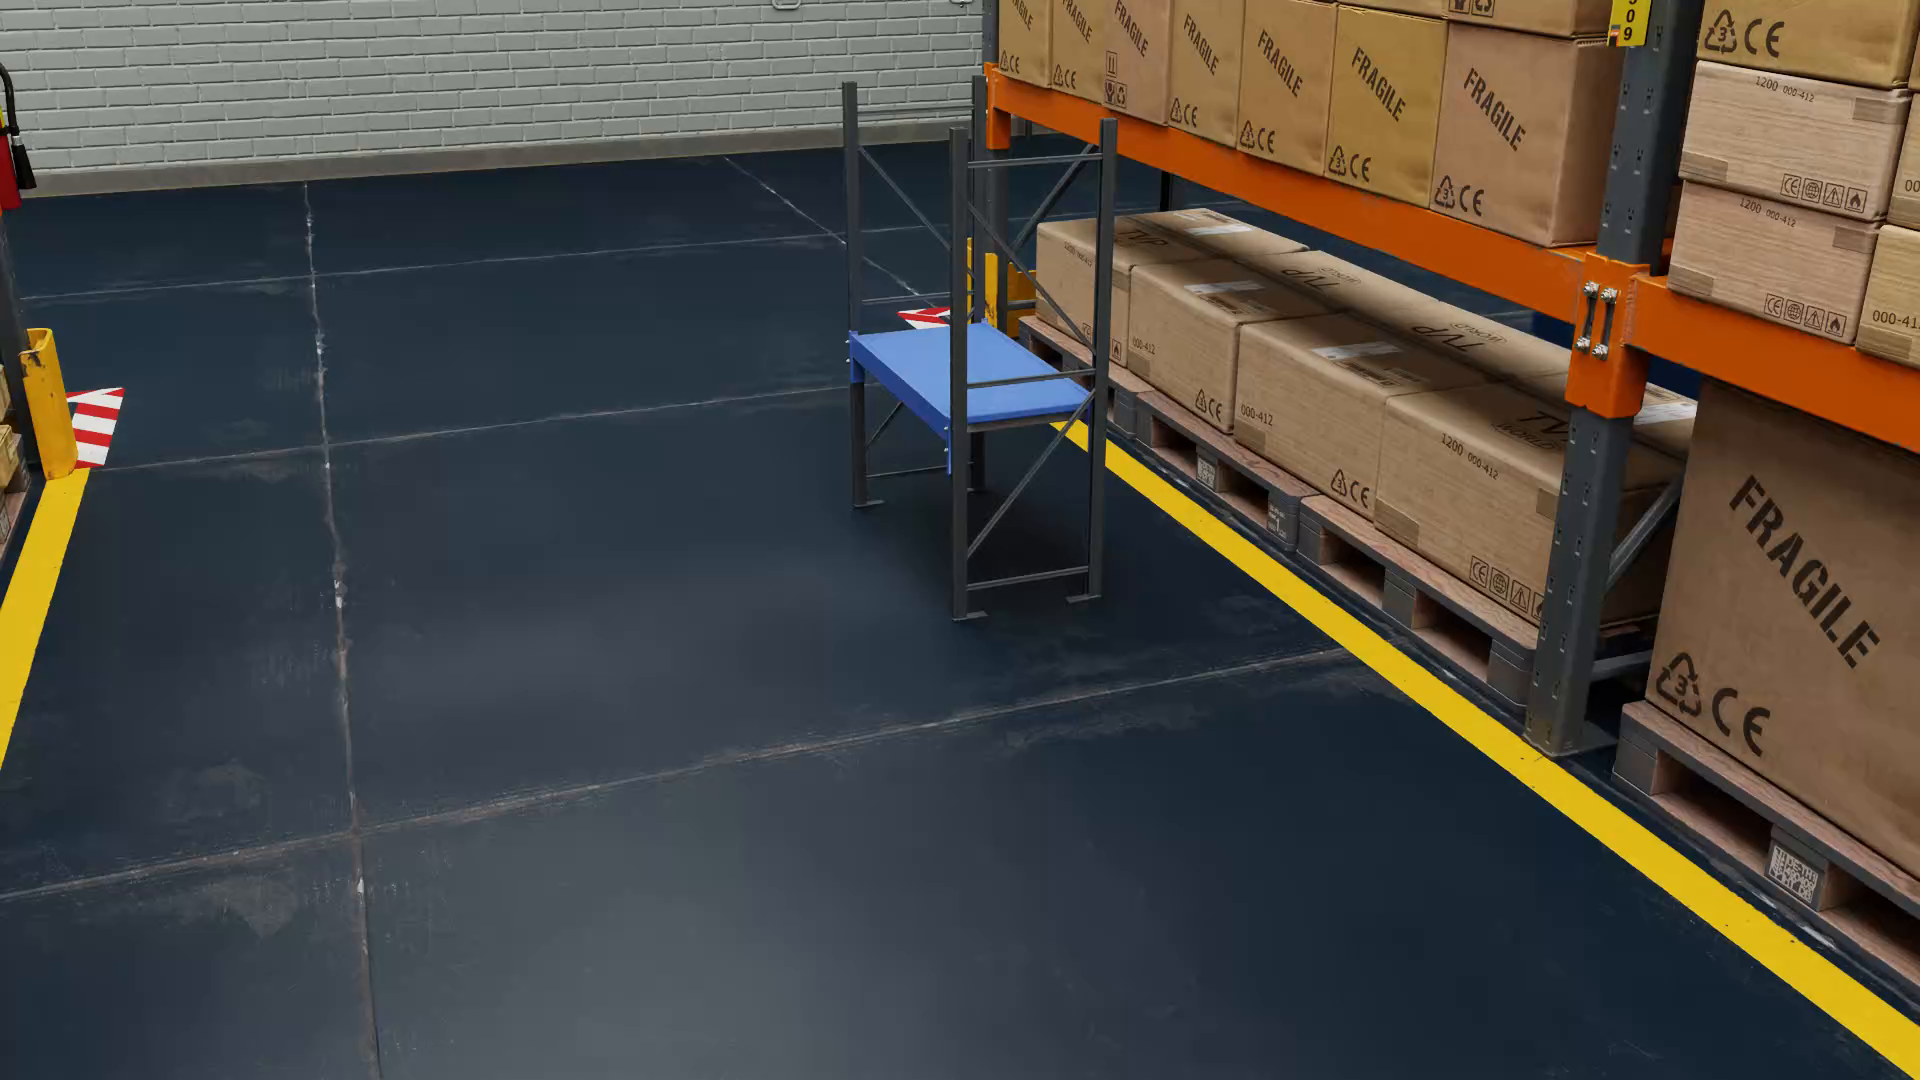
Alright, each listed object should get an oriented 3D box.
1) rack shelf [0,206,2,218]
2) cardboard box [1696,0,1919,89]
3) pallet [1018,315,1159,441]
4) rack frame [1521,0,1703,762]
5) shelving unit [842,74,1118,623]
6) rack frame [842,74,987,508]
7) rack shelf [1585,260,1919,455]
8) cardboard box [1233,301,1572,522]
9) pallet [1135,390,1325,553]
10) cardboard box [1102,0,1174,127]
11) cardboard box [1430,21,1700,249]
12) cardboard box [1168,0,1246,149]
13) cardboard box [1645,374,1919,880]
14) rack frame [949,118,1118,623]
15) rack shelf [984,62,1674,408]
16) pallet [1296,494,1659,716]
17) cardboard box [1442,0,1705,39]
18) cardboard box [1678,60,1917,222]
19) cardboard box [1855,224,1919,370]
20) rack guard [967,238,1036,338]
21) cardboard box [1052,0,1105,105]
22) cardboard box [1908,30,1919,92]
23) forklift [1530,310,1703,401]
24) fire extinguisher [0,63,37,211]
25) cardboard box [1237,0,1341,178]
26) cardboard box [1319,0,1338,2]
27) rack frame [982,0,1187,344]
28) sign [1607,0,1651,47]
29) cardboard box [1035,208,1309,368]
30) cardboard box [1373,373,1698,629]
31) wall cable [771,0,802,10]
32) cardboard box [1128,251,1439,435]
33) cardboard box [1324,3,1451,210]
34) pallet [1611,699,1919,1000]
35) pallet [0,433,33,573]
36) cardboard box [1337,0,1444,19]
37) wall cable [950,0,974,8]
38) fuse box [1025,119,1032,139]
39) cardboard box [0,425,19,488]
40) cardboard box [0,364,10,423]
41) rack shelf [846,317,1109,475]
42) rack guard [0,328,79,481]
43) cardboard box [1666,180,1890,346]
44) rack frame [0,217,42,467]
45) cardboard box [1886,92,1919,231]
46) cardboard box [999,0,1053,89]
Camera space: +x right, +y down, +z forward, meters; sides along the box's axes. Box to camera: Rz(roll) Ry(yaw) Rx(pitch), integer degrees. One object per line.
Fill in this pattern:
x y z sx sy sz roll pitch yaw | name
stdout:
-3.303 -0.570 4.167 1.077 0.370 4.000 -8 24 -19 | rack shelf
1.886 -1.198 3.315 0.500 0.500 0.500 -8 24 -18 | cardboard box
0.942 -0.779 7.328 1.003 0.211 1.213 -8 24 -19 | pallet
1.999 -0.891 4.001 1.000 3.000 0.127 -8 24 -19 | rack frame
0.030 -0.660 5.385 0.538 1.500 1.048 -8 24 -19 | shelving unit
-0.149 -0.845 5.823 0.500 1.500 0.032 -8 24 -19 | rack frame
2.706 0.167 2.417 1.077 0.370 4.000 -8 24 -19 | rack shelf
1.561 -0.472 5.765 0.875 0.438 0.875 -9 25 -21 | cardboard box
1.369 -0.337 6.278 1.003 0.211 1.213 -8 24 -19 | pallet
0.855 -1.809 6.052 0.500 0.500 0.500 -8 24 -19 | cardboard box
1.596 -1.070 4.299 0.500 0.500 0.500 -8 24 -19 | cardboard box
1.047 -1.630 5.625 0.500 0.500 0.500 -8 24 -17 | cardboard box
2.293 0.109 3.824 0.875 0.875 0.875 -8 24 -17 | cardboard box
0.210 -0.475 4.947 0.500 1.500 0.032 -8 24 -19 | rack frame
1.293 -1.286 5.865 1.077 0.370 4.000 -8 24 -19 | rack shelf
1.804 0.107 5.224 1.003 0.211 1.213 -8 24 -19 | pallet
1.574 -1.531 4.105 0.500 0.500 0.500 -9 24 -19 | cardboard box
1.891 -0.854 3.462 0.500 0.250 0.500 -9 24 -21 | cardboard box
2.092 -0.438 3.120 0.500 0.250 0.500 -9 24 -20 | cardboard box
0.578 -1.201 7.956 1.175 0.500 0.348 -8 24 -19 | rack guard
0.692 -1.997 6.496 0.500 0.500 0.500 -9 24 -20 | cardboard box
2.091 -1.017 2.885 0.500 0.500 0.500 -8 24 -19 | cardboard box
3.240 -1.345 5.166 1.130 2.935 3.031 -8 24 -17 | forklift
-3.666 -1.576 6.206 0.296 0.674 0.183 -8 24 -19 | fire extinguisher
1.218 -1.437 5.169 0.500 0.500 0.500 -9 24 -20 | cardboard box
1.214 -1.900 4.981 0.500 0.500 0.500 -8 24 -18 | cardboard box
0.586 -2.344 7.450 1.000 3.000 0.127 -8 24 -19 | rack frame
1.480 -1.250 3.636 0.100 0.325 0.005 -8 24 -19 | sign
0.913 -1.131 7.329 0.875 0.438 0.875 -9 25 -21 | cardboard box
1.878 -0.147 4.994 0.875 0.438 0.875 -9 24 -20 | cardboard box
-1.428 -4.872 12.100 0.585 1.953 0.123 -8 24 -19 | wall cable
1.244 -0.800 6.543 0.875 0.438 0.875 -8 24 -18 | cardboard box
1.409 -1.257 4.740 0.500 0.500 0.500 -9 24 -20 | cardboard box
2.342 0.664 3.902 1.003 0.211 1.213 -8 24 -19 | pallet
-3.728 -0.016 5.515 1.003 0.211 1.213 -8 24 -19 | pallet
1.402 -1.717 4.545 0.500 0.500 0.500 -9 24 -20 | cardboard box
-0.105 -5.057 12.578 0.588 1.984 0.122 -8 24 -19 | wall cable
0.589 -4.031 13.111 0.539 1.711 0.414 -8 24 -19 | fuse box
-3.443 -0.266 5.649 0.380 0.149 0.250 -8 24 -17 | cardboard box
-3.556 -0.493 5.804 0.380 0.149 0.250 -9 24 -20 | cardboard box
0.030 -0.494 5.455 0.538 0.185 1.000 -8 24 -19 | rack shelf
-3.982 -0.449 6.171 1.175 0.500 0.348 -8 24 -19 | rack guard
1.908 -0.626 3.565 0.500 0.250 0.500 -9 24 -20 | cardboard box
-4.009 -1.628 5.751 1.000 3.000 0.127 -8 24 -19 | rack frame
2.101 -0.668 3.022 0.500 0.250 0.500 -8 24 -18 | cardboard box
0.487 -2.176 6.923 0.500 0.500 0.500 -9 24 -19 | cardboard box
